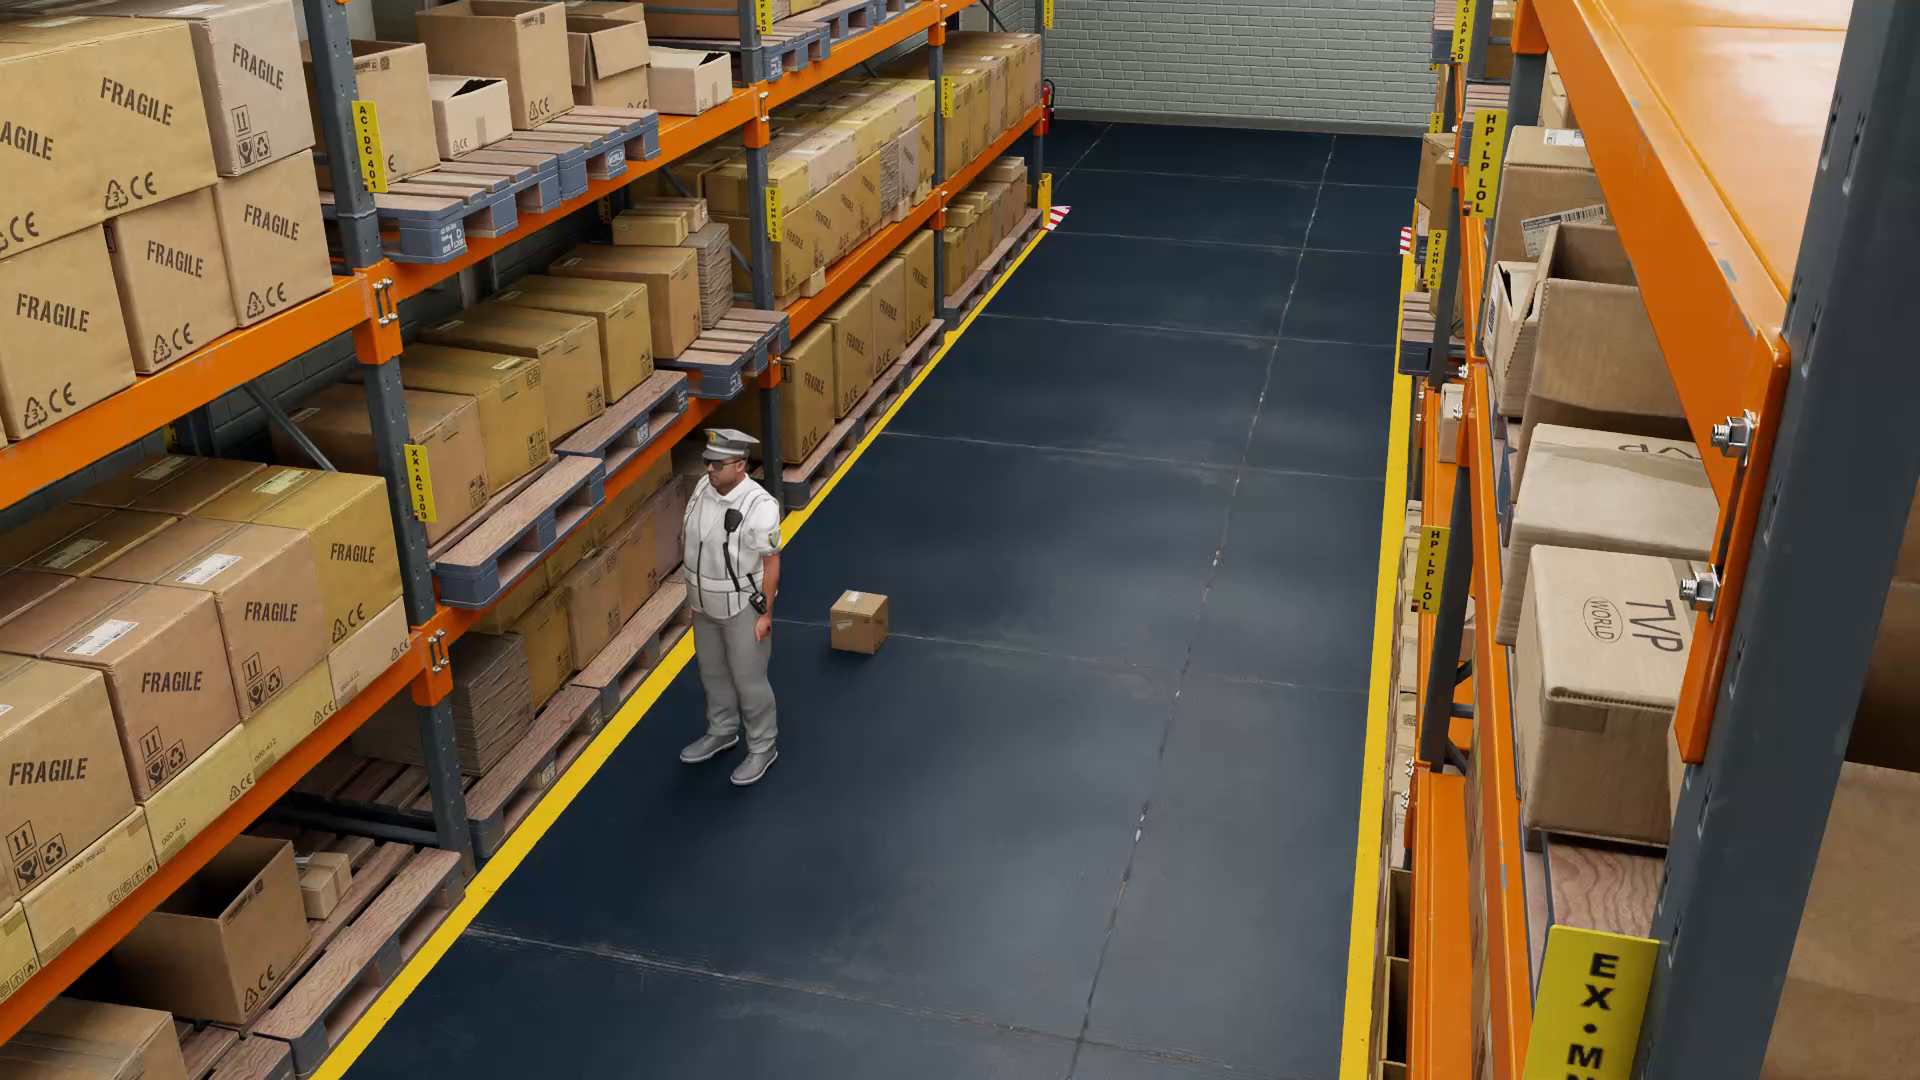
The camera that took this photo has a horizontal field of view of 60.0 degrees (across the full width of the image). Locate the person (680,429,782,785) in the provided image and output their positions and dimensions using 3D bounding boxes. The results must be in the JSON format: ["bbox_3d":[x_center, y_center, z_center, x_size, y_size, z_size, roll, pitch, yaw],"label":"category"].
[{"bbox_3d":[-1.102,0.296,7.948,0.521,1.774,0.408,17,30,32],"label":"person"}]
